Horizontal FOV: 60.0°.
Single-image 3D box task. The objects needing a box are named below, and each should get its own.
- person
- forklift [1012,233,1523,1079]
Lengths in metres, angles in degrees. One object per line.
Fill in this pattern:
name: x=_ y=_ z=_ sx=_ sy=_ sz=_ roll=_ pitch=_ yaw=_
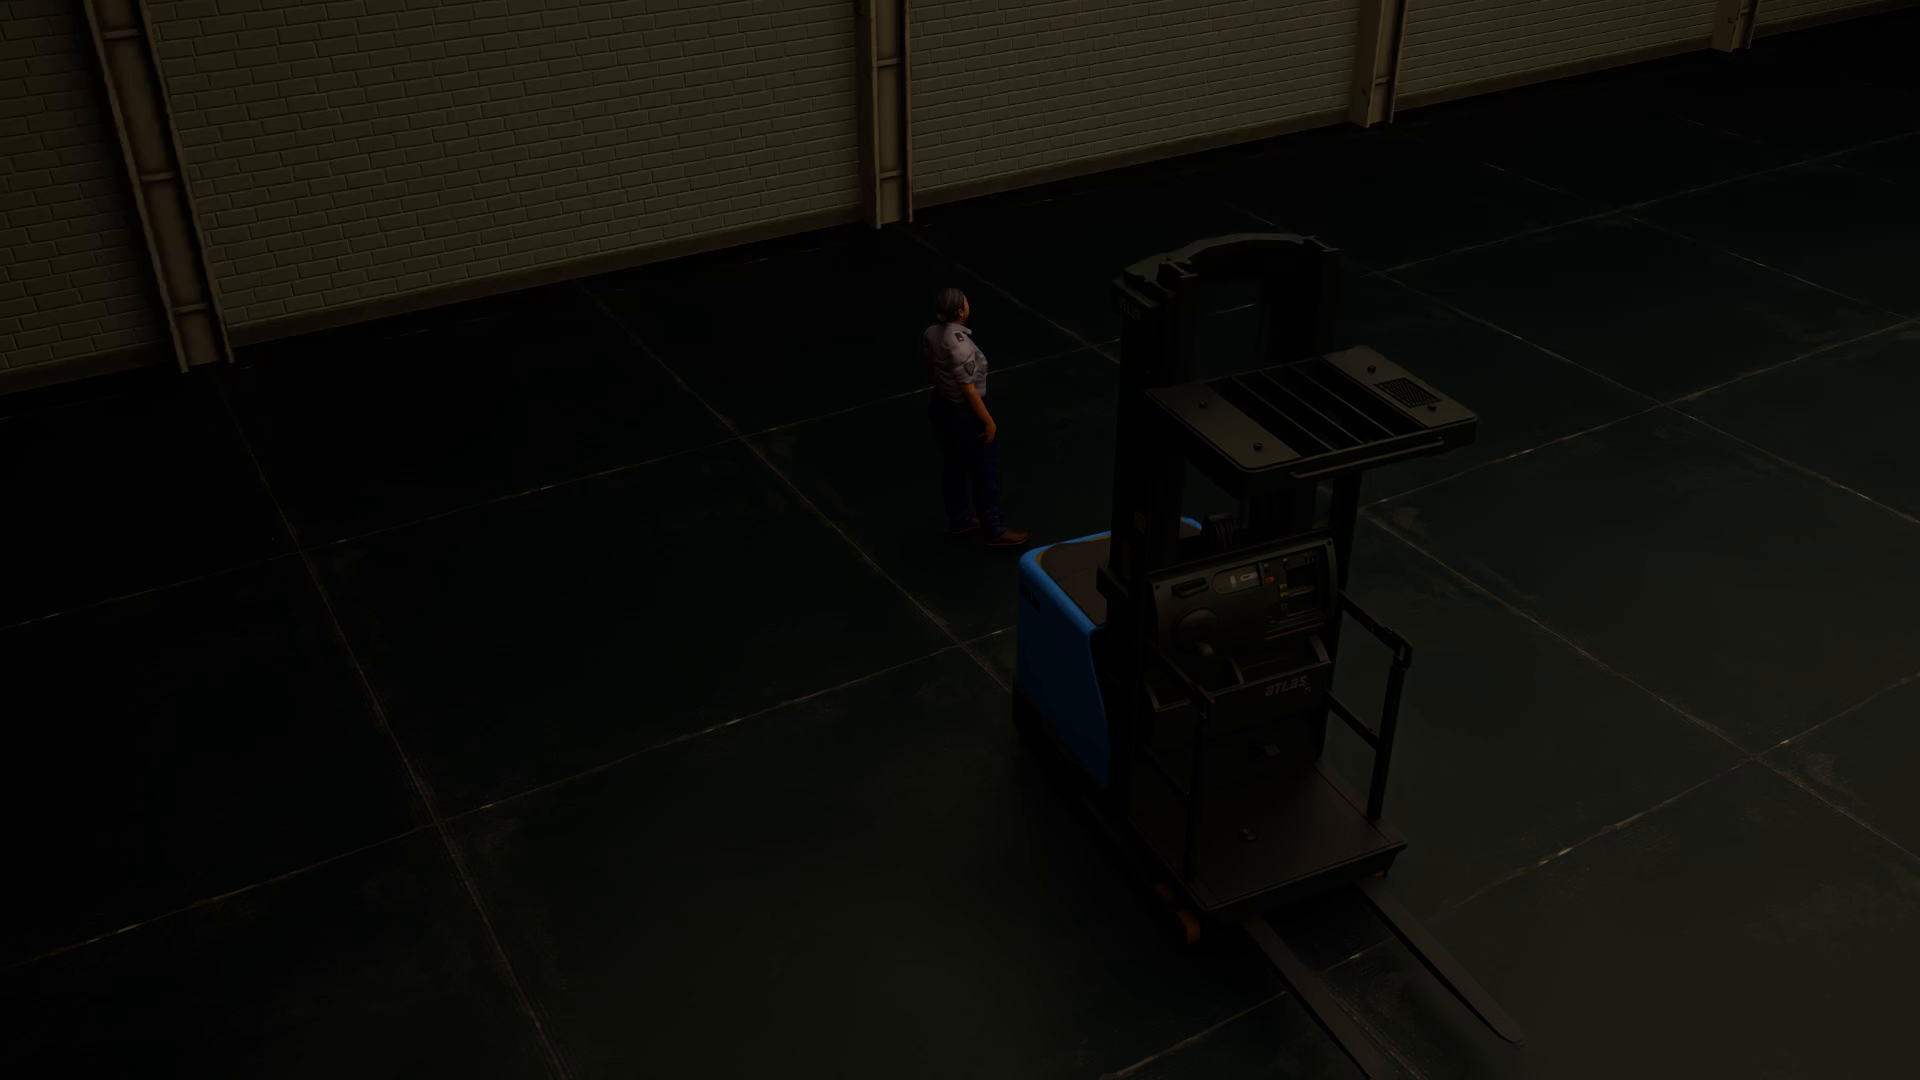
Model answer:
person: x=0.088 y=-0.762 z=10.074 sx=0.503 sy=1.651 sz=0.598 roll=-17 pitch=35 yaw=-26
forklift: x=1.345 y=0.308 z=7.132 sx=1.130 sy=2.935 sz=3.031 roll=-13 pitch=33 yaw=-21
